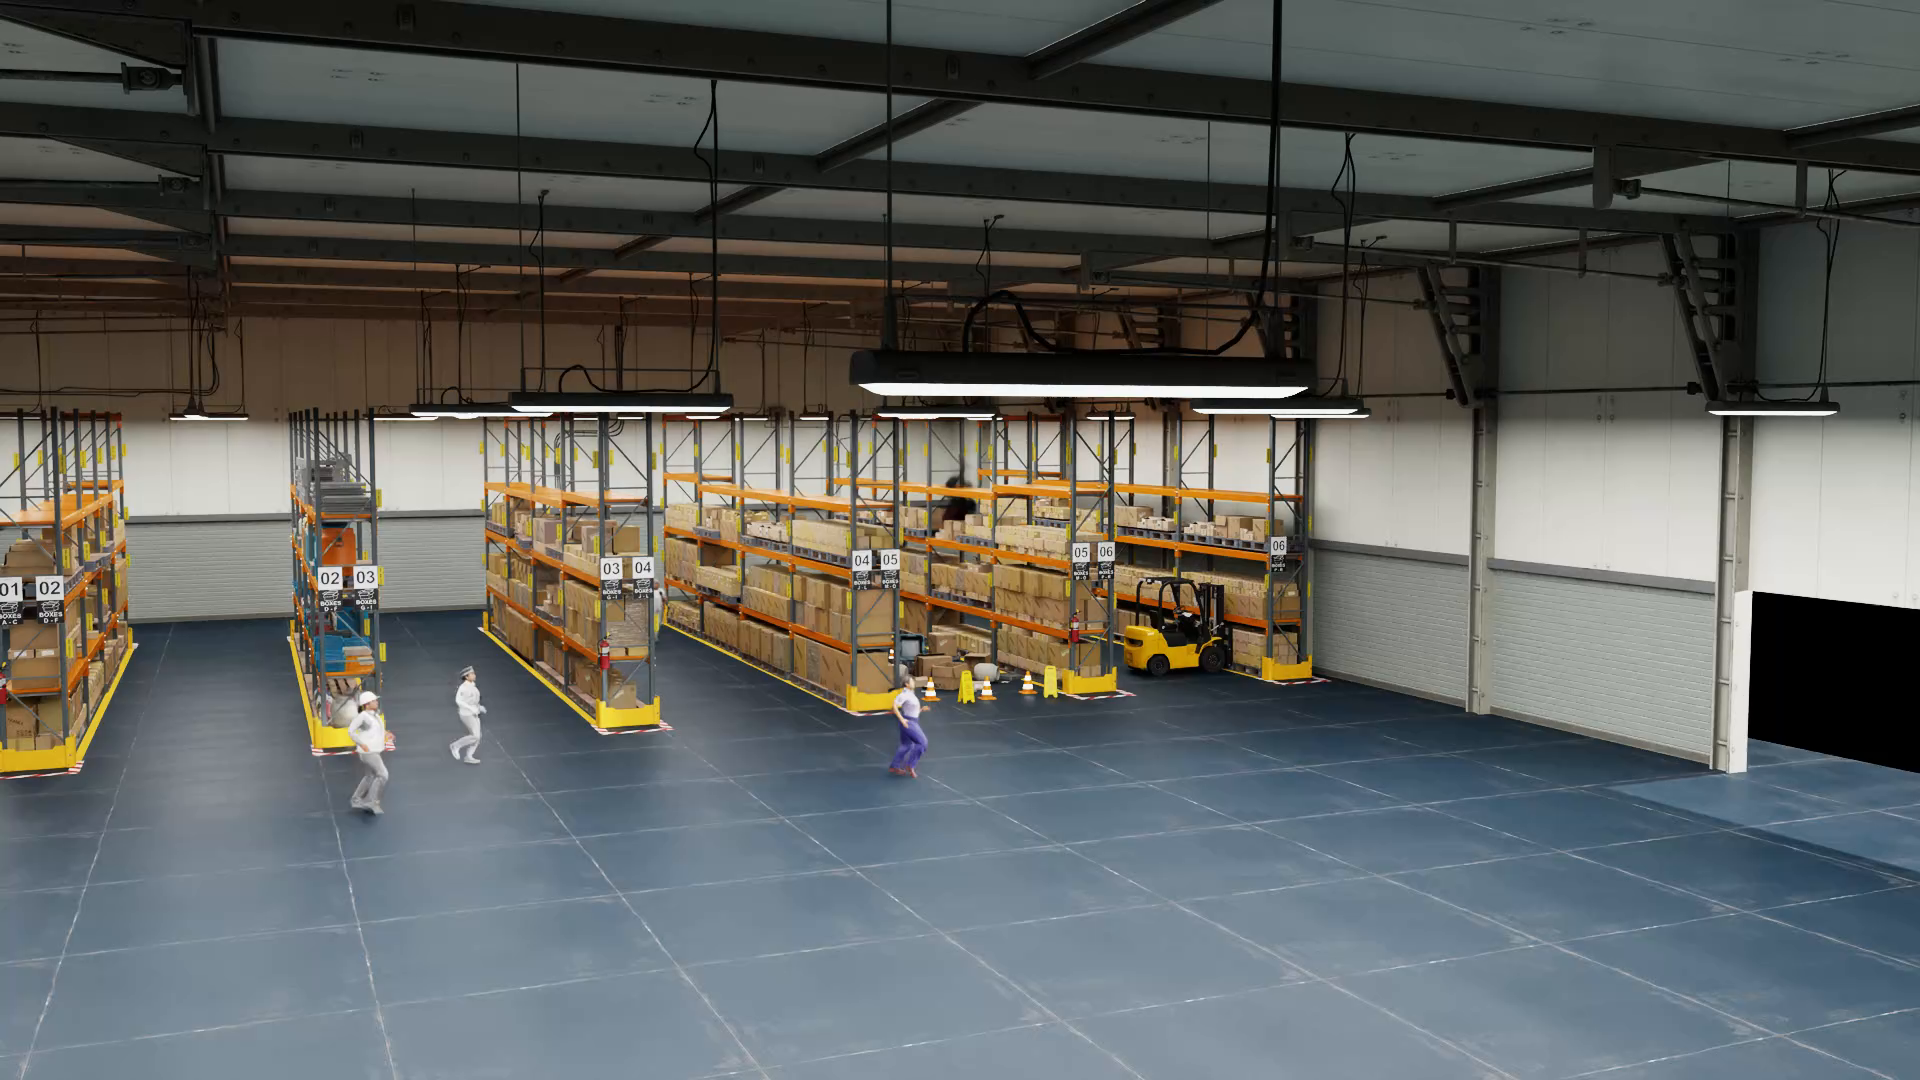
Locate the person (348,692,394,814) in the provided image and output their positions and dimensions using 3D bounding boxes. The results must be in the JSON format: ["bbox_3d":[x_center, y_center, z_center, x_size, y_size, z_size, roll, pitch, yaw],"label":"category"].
[{"bbox_3d":[-8.664,3.147,24.469,0.658,1.834,0.649,0,4,-3],"label":"person"}]

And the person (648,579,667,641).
[{"bbox_3d":[-7.974,1.848,43.737,0.591,1.635,0.554,-2,4,-21],"label":"person"}]

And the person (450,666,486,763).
[{"bbox_3d":[-8.292,2.935,27.996,0.543,1.652,0.602,0,4,1],"label":"person"}]

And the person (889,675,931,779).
[{"bbox_3d":[-0.817,3.024,26.929,0.692,1.671,0.578,0,4,0],"label":"person"}]
